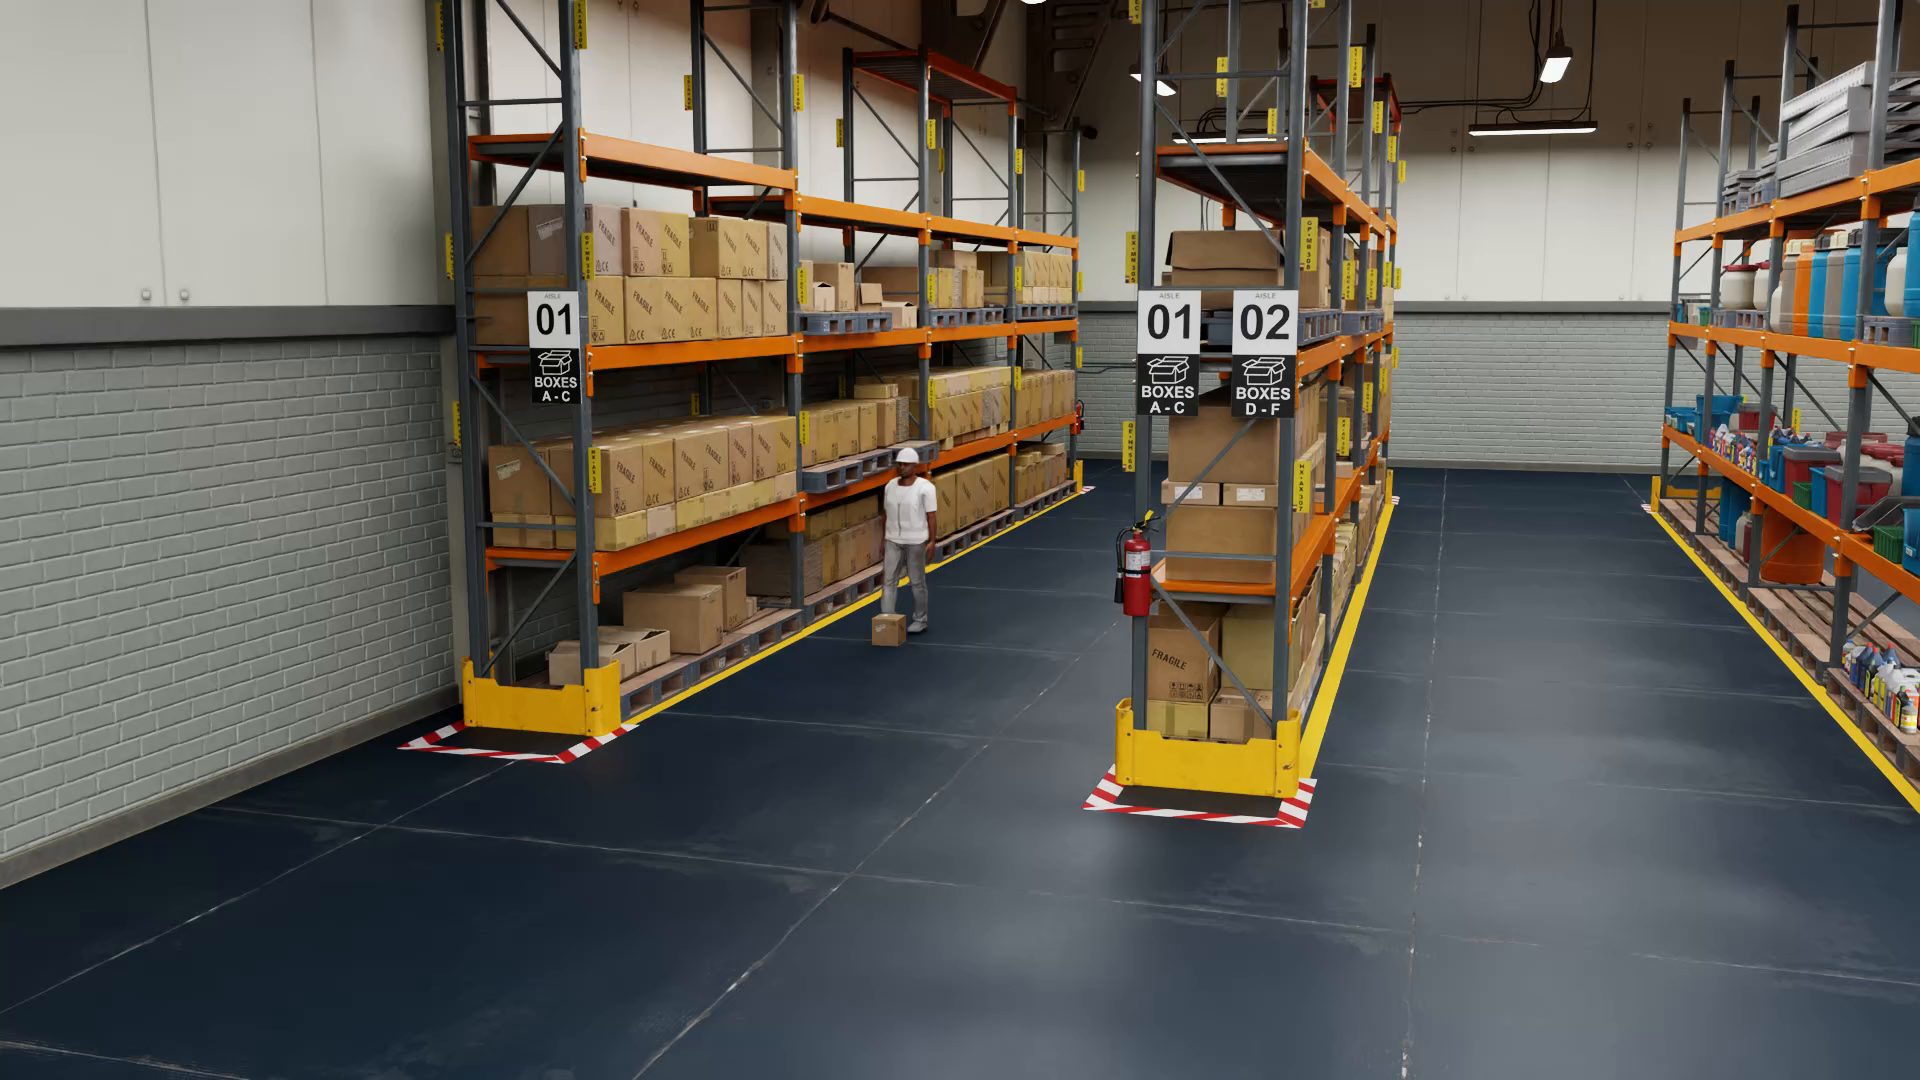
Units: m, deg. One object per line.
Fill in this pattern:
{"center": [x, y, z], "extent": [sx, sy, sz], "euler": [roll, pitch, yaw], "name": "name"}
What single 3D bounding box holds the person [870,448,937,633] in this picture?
{"center": [-0.547, 0.026, 15.566], "extent": [0.590, 1.756, 0.741], "euler": [4, 9, 24], "name": "person"}
